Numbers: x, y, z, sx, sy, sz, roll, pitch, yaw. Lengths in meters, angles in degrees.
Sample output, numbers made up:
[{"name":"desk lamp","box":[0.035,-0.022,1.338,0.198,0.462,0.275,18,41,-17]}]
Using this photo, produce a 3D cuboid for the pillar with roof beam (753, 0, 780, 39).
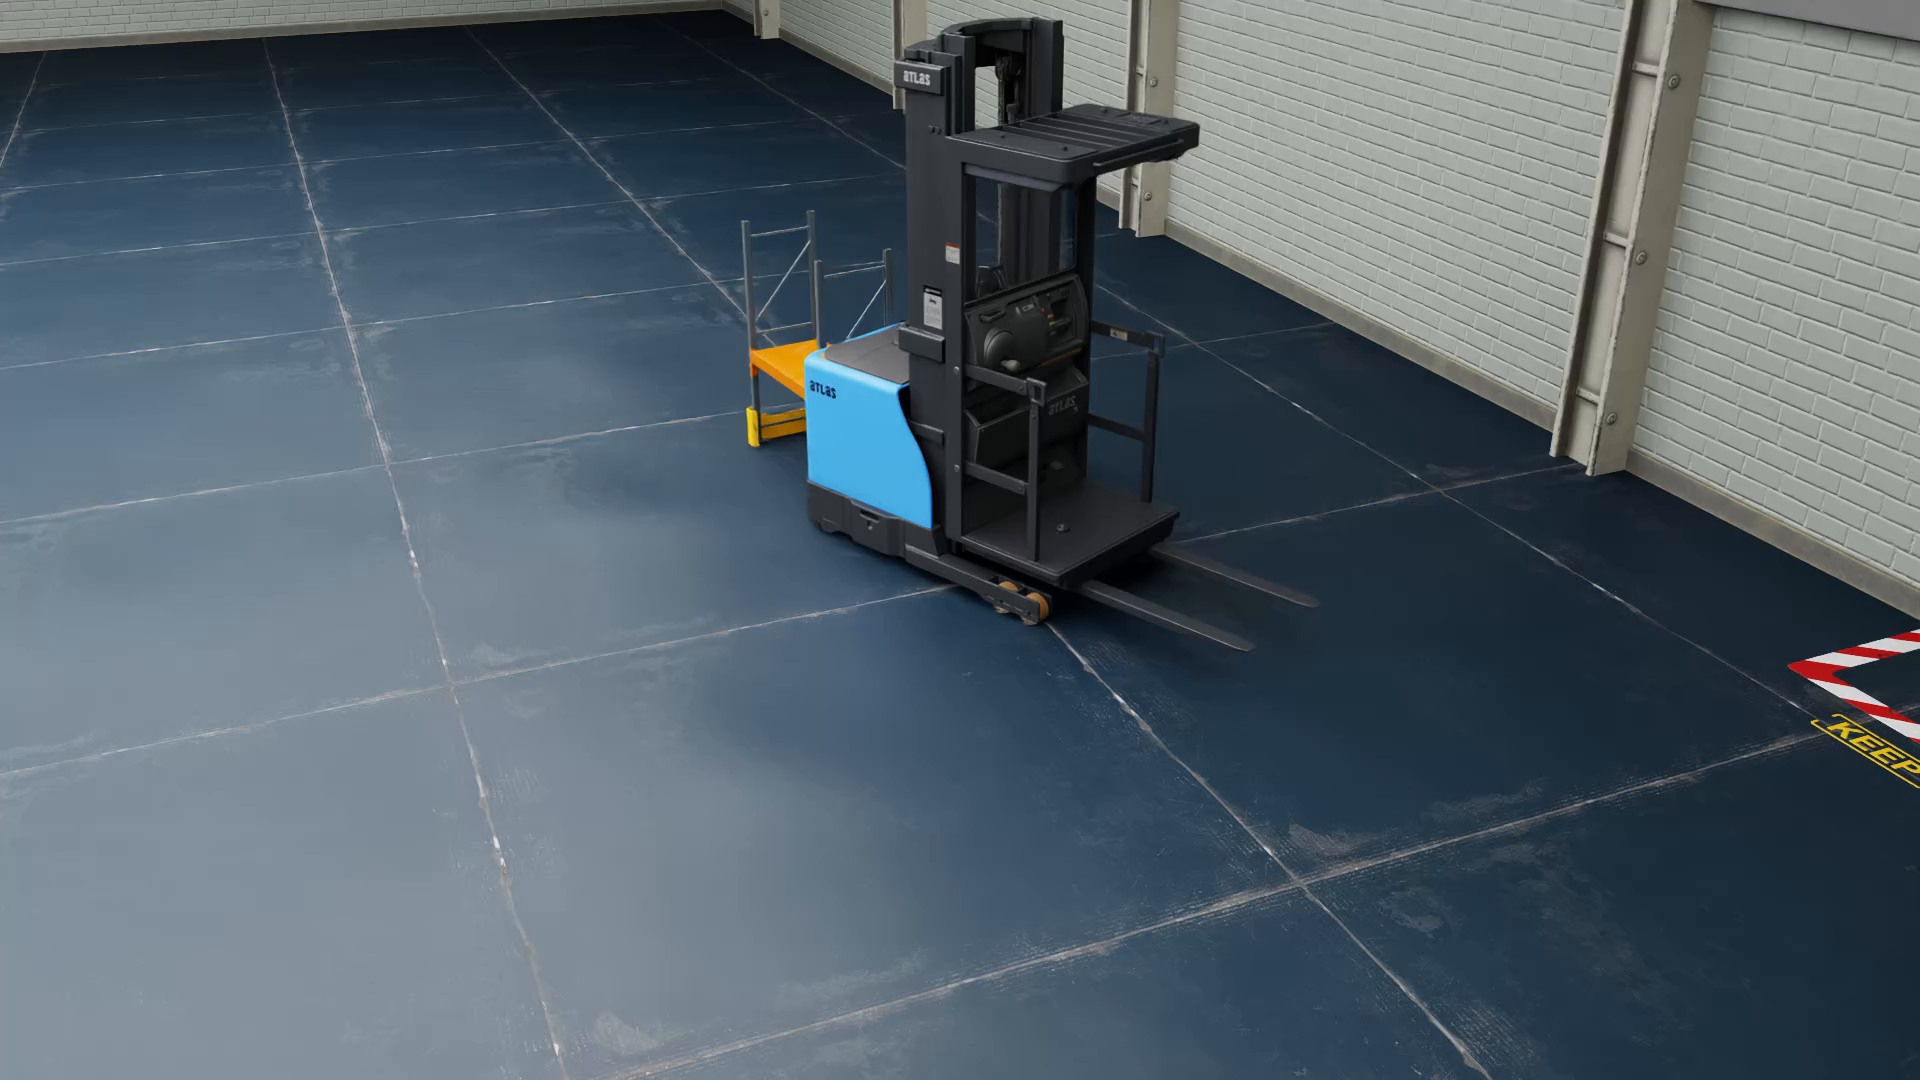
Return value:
[{"name":"pillar with roof beam","box":[-6.930,-11.082,22.191,9.100,9.000,0.400,-11,28,-21]}]

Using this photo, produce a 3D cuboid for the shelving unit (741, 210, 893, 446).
[{"name":"shelving unit","box":[-0.884,-1.185,10.468,0.587,1.500,1.083,-15,30,-28]}]

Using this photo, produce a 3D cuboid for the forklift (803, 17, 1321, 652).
[{"name":"forklift","box":[0.519,-1.127,8.718,3.031,2.935,1.130,22,33,37]}]

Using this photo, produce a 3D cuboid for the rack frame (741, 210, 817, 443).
[{"name":"rack frame","box":[-1.150,-1.380,10.867,0.500,1.500,0.032,-15,30,-28]}]

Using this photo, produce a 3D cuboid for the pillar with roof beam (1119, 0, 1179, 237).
[{"name":"pillar with roof beam","box":[-2.231,-6.238,12.269,9.100,9.000,0.400,-11,28,-21]}]

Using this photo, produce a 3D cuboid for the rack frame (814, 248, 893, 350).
[{"name":"rack frame","box":[-0.627,-0.997,10.083,0.500,1.500,0.032,-15,30,-28]}]

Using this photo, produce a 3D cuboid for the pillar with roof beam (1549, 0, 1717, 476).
[{"name":"pillar with roof beam","box":[0.119,-3.815,7.308,9.100,9.000,0.400,-11,28,-21]}]

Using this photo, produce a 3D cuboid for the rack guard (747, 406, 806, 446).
[{"name":"rack guard","box":[-1.140,-0.811,11.126,0.587,0.250,0.087,-15,30,-28]}]

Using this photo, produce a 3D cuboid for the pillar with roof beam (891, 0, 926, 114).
[{"name":"pillar with roof beam","box":[-4.581,-8.660,17.230,9.100,9.000,0.400,-11,28,-21]}]

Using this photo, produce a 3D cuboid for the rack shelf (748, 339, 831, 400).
[{"name":"rack shelf","box":[-0.888,-1.027,10.554,0.538,0.185,1.000,-15,30,-28]}]
